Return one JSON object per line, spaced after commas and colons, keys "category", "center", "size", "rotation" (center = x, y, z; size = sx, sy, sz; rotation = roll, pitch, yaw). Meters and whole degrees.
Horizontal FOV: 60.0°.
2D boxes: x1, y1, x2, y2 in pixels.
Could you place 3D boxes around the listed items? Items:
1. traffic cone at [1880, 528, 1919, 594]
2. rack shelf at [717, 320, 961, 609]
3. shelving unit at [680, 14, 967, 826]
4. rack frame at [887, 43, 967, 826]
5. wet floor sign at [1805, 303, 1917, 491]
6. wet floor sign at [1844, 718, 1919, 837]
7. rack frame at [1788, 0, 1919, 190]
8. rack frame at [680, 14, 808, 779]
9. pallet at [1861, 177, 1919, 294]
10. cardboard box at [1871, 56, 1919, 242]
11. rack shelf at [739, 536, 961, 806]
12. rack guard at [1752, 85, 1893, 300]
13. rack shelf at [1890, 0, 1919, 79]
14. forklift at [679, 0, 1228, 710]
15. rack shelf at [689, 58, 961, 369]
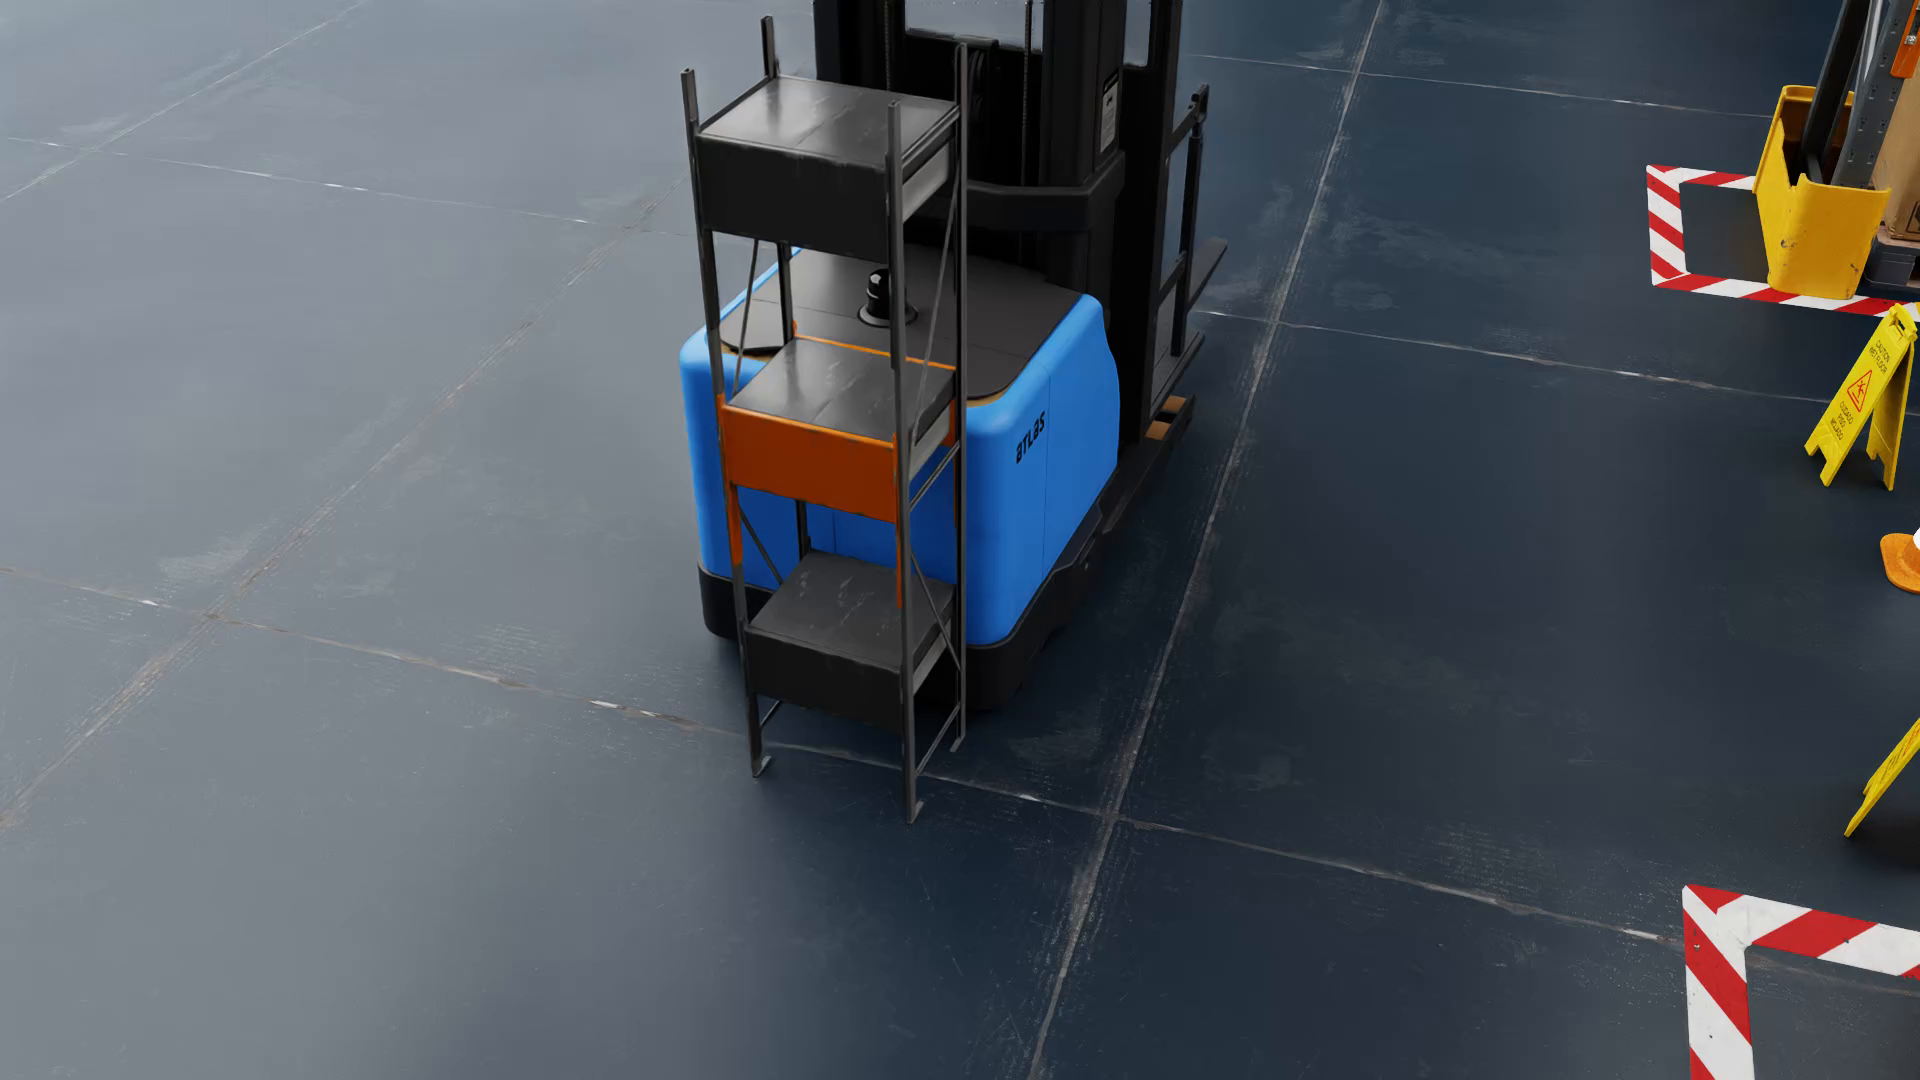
{"category": "traffic cone", "center": [3.299, -0.087, 5.478], "size": [0.334, 0.463, 0.336], "rotation": [10, 38, 14]}
{"category": "rack shelf", "center": [-0.292, -0.200, 4.273], "size": [0.480, 0.518, 0.431], "rotation": [14, 39, 18]}
{"category": "shelving unit", "center": [-0.292, -0.211, 4.265], "size": [0.503, 2.100, 0.431], "rotation": [14, 39, 18]}
{"category": "rack frame", "center": [-0.067, -0.156, 4.190], "size": [0.015, 2.100, 0.400], "rotation": [14, 39, 18]}
{"category": "wet floor sign", "center": [3.259, -0.522, 5.915], "size": [0.232, 0.644, 0.267], "rotation": [4, 37, 6]}
{"category": "wet floor sign", "center": [2.635, 0.542, 4.469], "size": [0.232, 0.644, 0.267], "rotation": [24, 43, 29]}
{"category": "rack frame", "center": [3.877, -2.585, 6.732], "size": [0.127, 3.000, 1.000], "rotation": [10, 38, 14]}
{"category": "rack frame", "center": [-0.518, -0.266, 4.340], "size": [0.015, 2.100, 0.400], "rotation": [14, 39, 18]}
{"category": "pallet", "center": [4.663, -1.365, 7.427], "size": [1.213, 0.211, 1.003], "rotation": [10, 38, 14]}
{"category": "cardboard box", "center": [4.544, -1.816, 7.125], "size": [0.875, 0.875, 0.875], "rotation": [11, 38, 14]}
{"category": "rack shelf", "center": [-0.292, 0.364, 4.688], "size": [0.480, 0.518, 0.431], "rotation": [14, 39, 18]}
{"category": "rack guard", "center": [3.854, -1.583, 7.479], "size": [0.348, 0.500, 1.175], "rotation": [10, 38, 14]}
{"category": "rack shelf", "center": [5.786, -1.942, 6.465], "size": [4.000, 0.370, 1.077], "rotation": [10, 38, 14]}
{"category": "forklift", "center": [0.235, -1.543, 5.374], "size": [1.130, 2.935, 3.031], "rotation": [14, 39, 19]}
{"category": "rack shelf", "center": [-0.292, -0.764, 3.858], "size": [0.480, 0.518, 0.431], "rotation": [14, 39, 18]}
